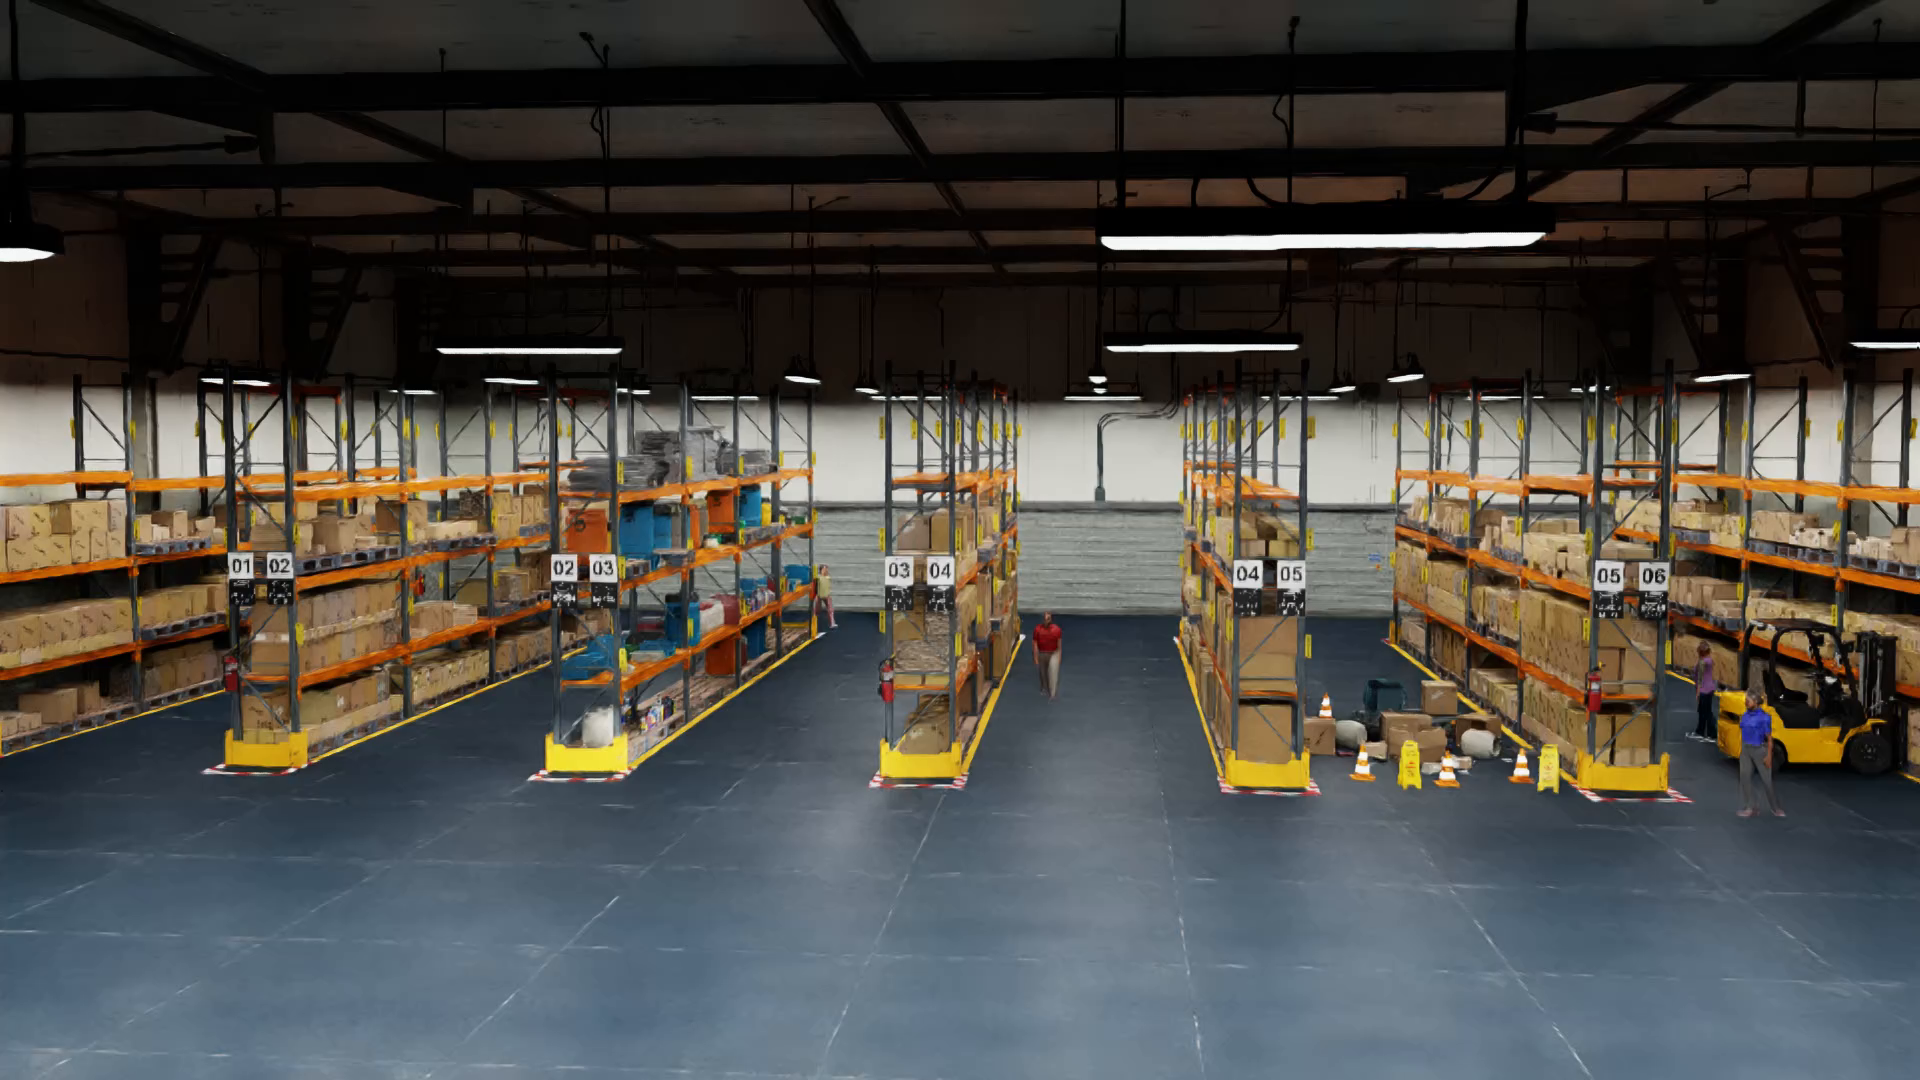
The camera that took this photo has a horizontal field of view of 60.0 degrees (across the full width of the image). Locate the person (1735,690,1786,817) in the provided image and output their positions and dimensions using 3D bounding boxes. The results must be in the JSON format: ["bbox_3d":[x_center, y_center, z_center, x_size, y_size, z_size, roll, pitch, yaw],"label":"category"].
[{"bbox_3d":[10.394,2.769,21.575,0.534,1.650,0.571,-2,4,-23],"label":"person"}]

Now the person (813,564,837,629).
[{"bbox_3d":[-3.485,1.416,42.072,0.528,1.636,0.930,-1,4,-22],"label":"person"}]

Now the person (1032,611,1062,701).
[{"bbox_3d":[1.611,2.131,30.907,0.542,1.645,1.126,0,4,7],"label":"person"}]

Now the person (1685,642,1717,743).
[{"bbox_3d":[11.935,2.435,26.725,0.527,1.592,0.522,3,5,36],"label":"person"}]
